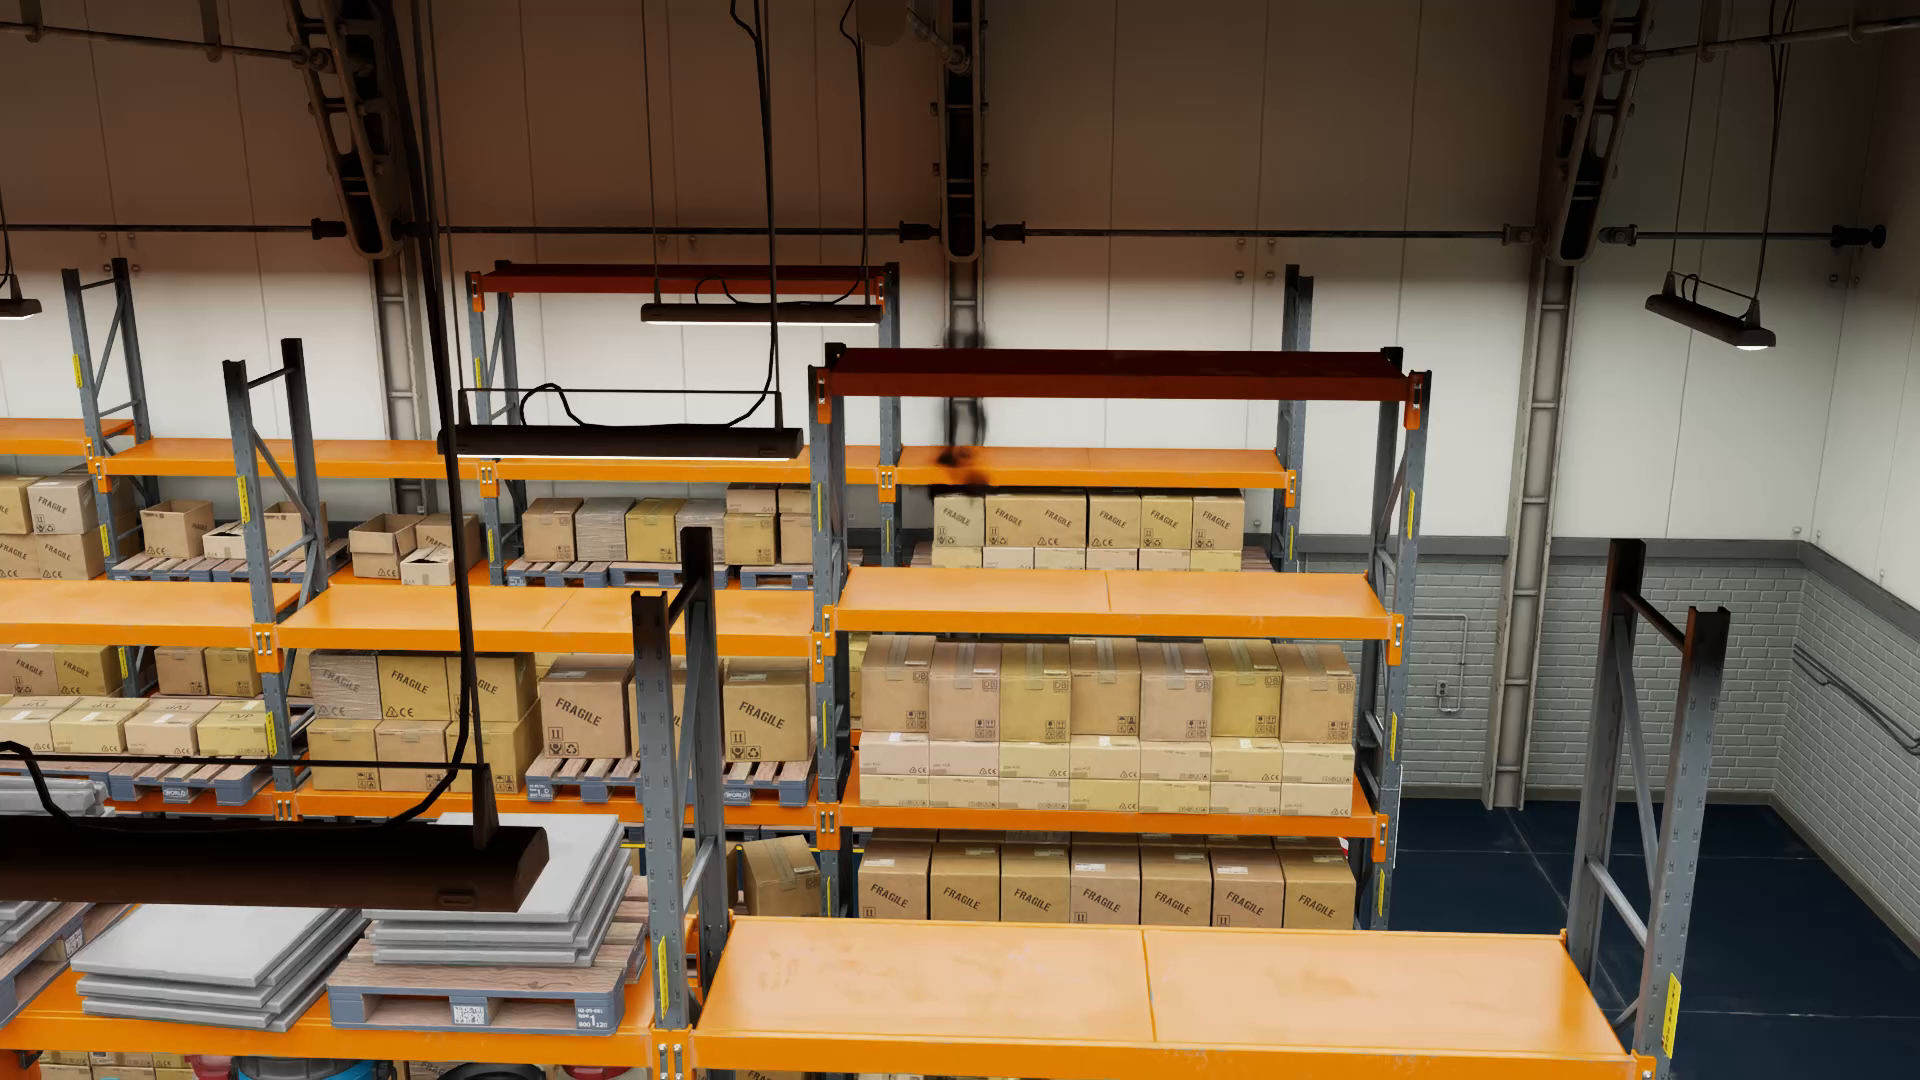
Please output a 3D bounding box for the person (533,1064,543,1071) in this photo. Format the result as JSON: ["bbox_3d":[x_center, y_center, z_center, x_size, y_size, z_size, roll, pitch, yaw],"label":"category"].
[{"bbox_3d":[-2.936,4.138,11.554,0.808,1.628,0.576,-1,16,-2],"label":"person"}]
